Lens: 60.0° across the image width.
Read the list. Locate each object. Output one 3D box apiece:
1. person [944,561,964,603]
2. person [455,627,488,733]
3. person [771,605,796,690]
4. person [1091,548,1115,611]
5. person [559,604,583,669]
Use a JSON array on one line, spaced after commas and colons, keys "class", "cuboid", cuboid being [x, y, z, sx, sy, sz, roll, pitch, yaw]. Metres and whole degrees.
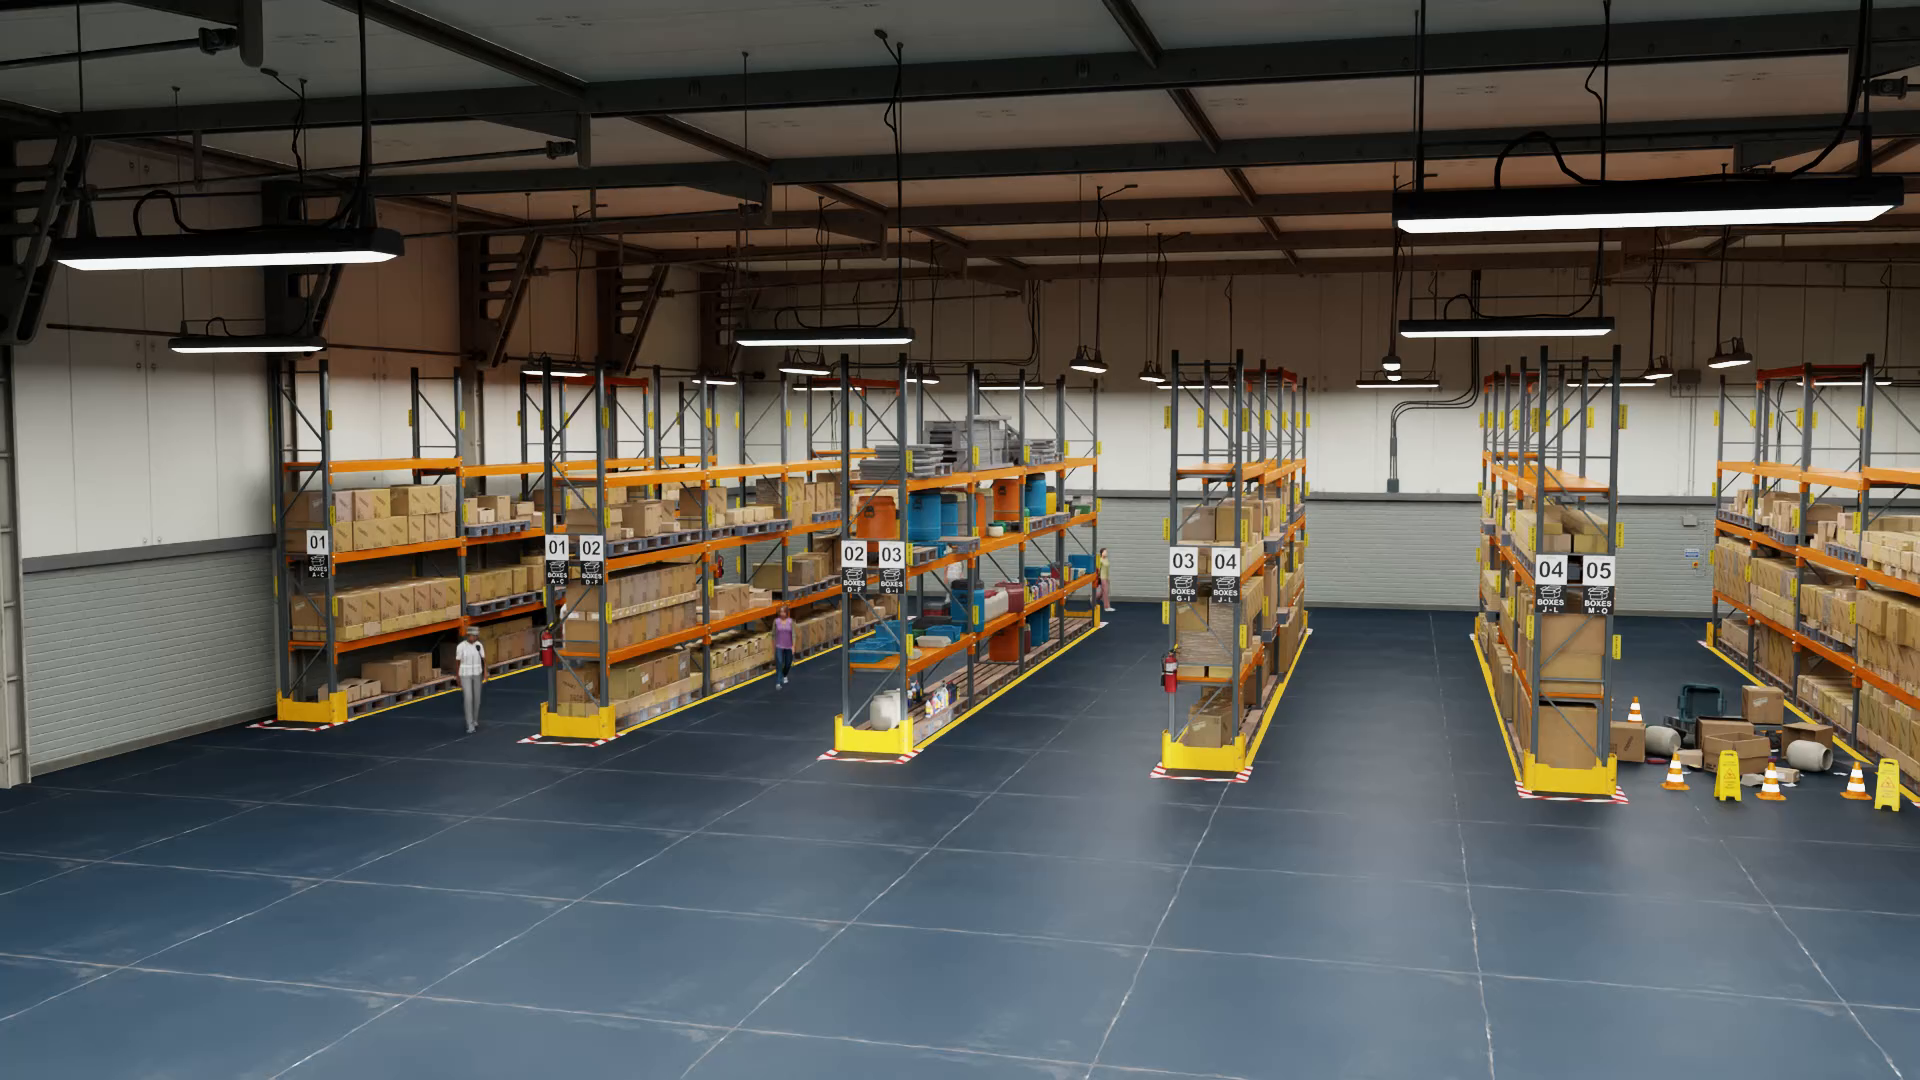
[{"class": "person", "cuboid": [-0.140, 1.006, 43.499, 0.615, 1.777, 0.544, 2, 4, 20]}, {"class": "person", "cuboid": [-7.891, 2.258, 26.999, 0.471, 1.668, 0.748, -3, 5, -36]}, {"class": "person", "cuboid": [-3.142, 1.896, 29.644, 0.450, 1.478, 1.074, -1, 4, -15]}, {"class": "person", "cuboid": [3.735, 1.026, 43.756, 0.796, 1.659, 0.450, 3, 5, 34]}, {"class": "person", "cuboid": [-7.396, 1.841, 31.878, 0.591, 1.767, 0.728, -1, 4, -10]}]
